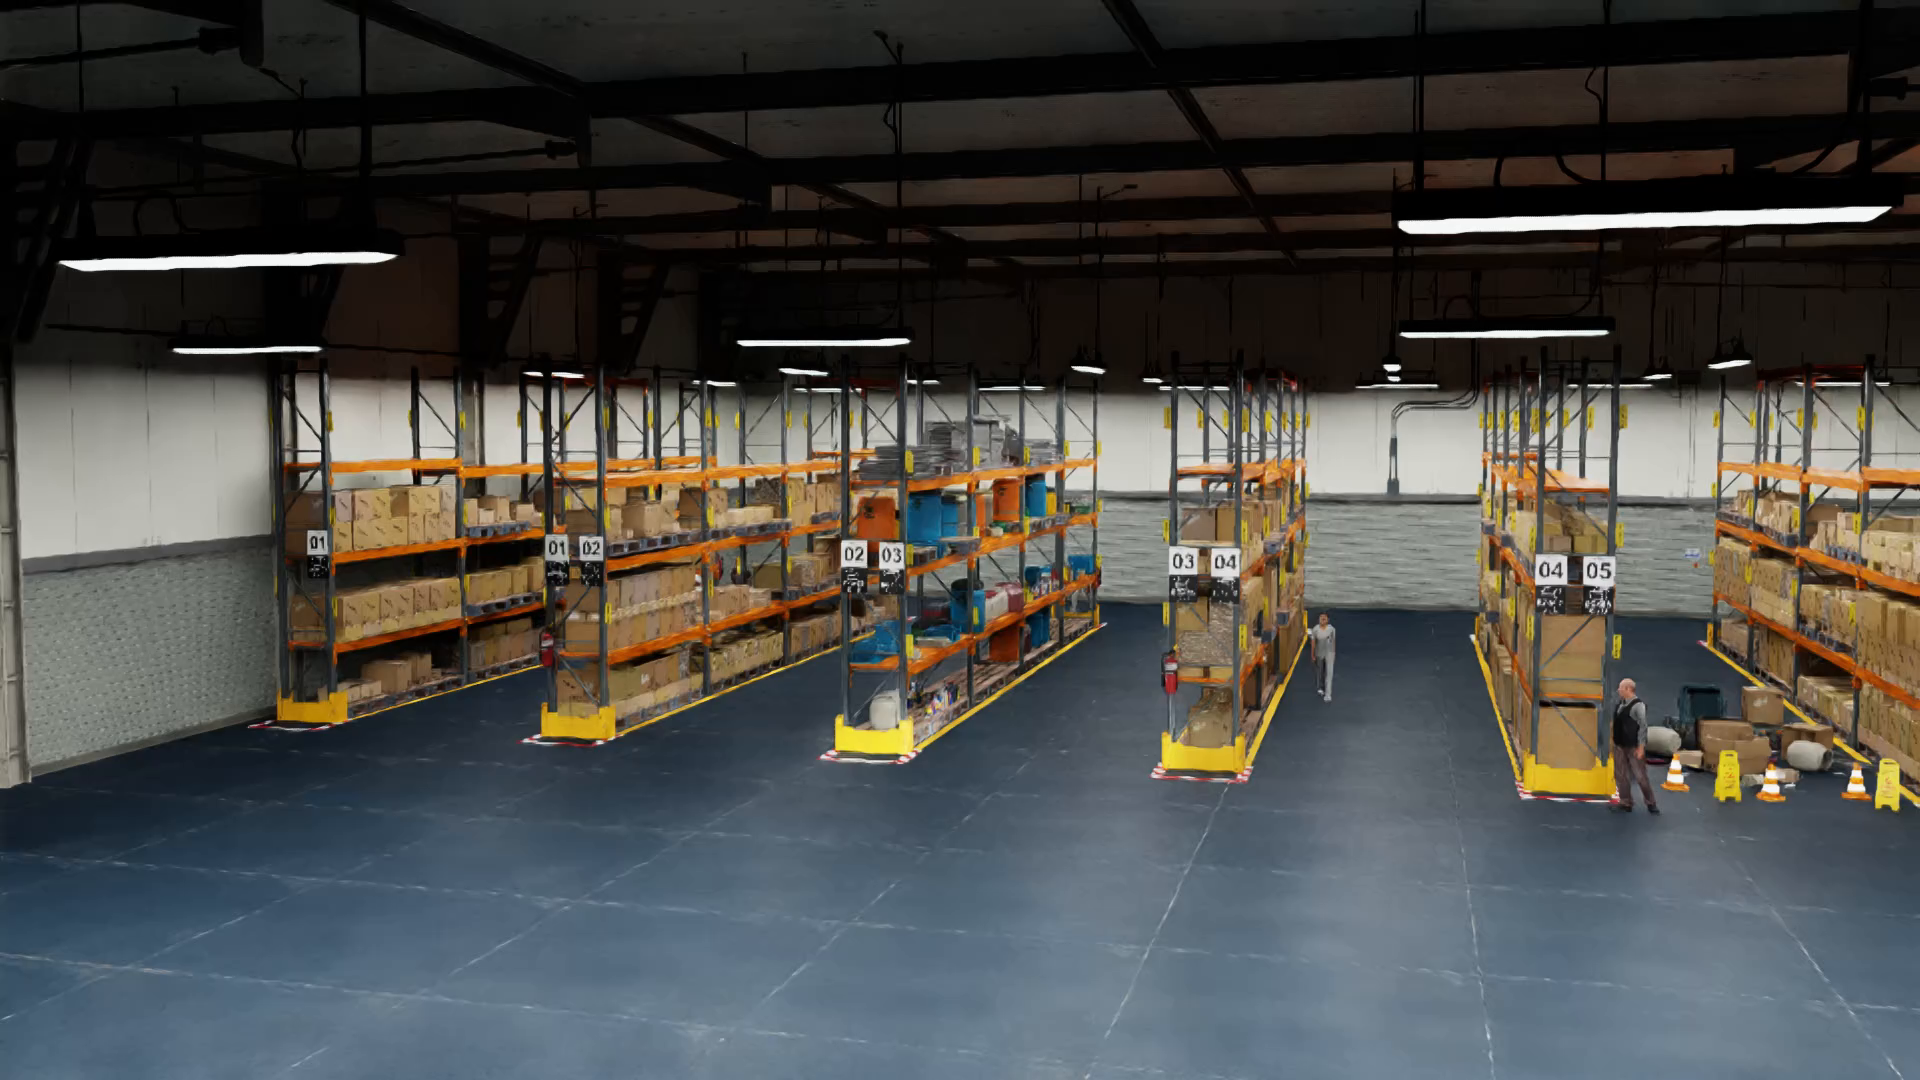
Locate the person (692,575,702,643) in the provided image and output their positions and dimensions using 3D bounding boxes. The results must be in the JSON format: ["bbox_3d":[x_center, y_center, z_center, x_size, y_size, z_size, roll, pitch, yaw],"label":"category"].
[{"bbox_3d":[-5.506,1.603,34.802,0.671,1.763,0.580,-4,6,-43],"label":"person"}]

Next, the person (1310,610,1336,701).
[{"bbox_3d":[6.505,2.048,29.813,0.446,1.590,1.110,1,4,17],"label":"person"}]

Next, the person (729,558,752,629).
[{"bbox_3d":[-5.266,1.265,39.943,0.603,1.724,1.111,1,4,14],"label":"person"}]

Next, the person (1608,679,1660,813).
[{"bbox_3d":[8.629,2.626,21.267,0.544,1.714,0.631,-1,4,-14],"label":"person"}]

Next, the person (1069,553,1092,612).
[{"bbox_3d":[3.133,1.127,42.591,0.488,1.624,0.935,3,5,38],"label":"person"}]
